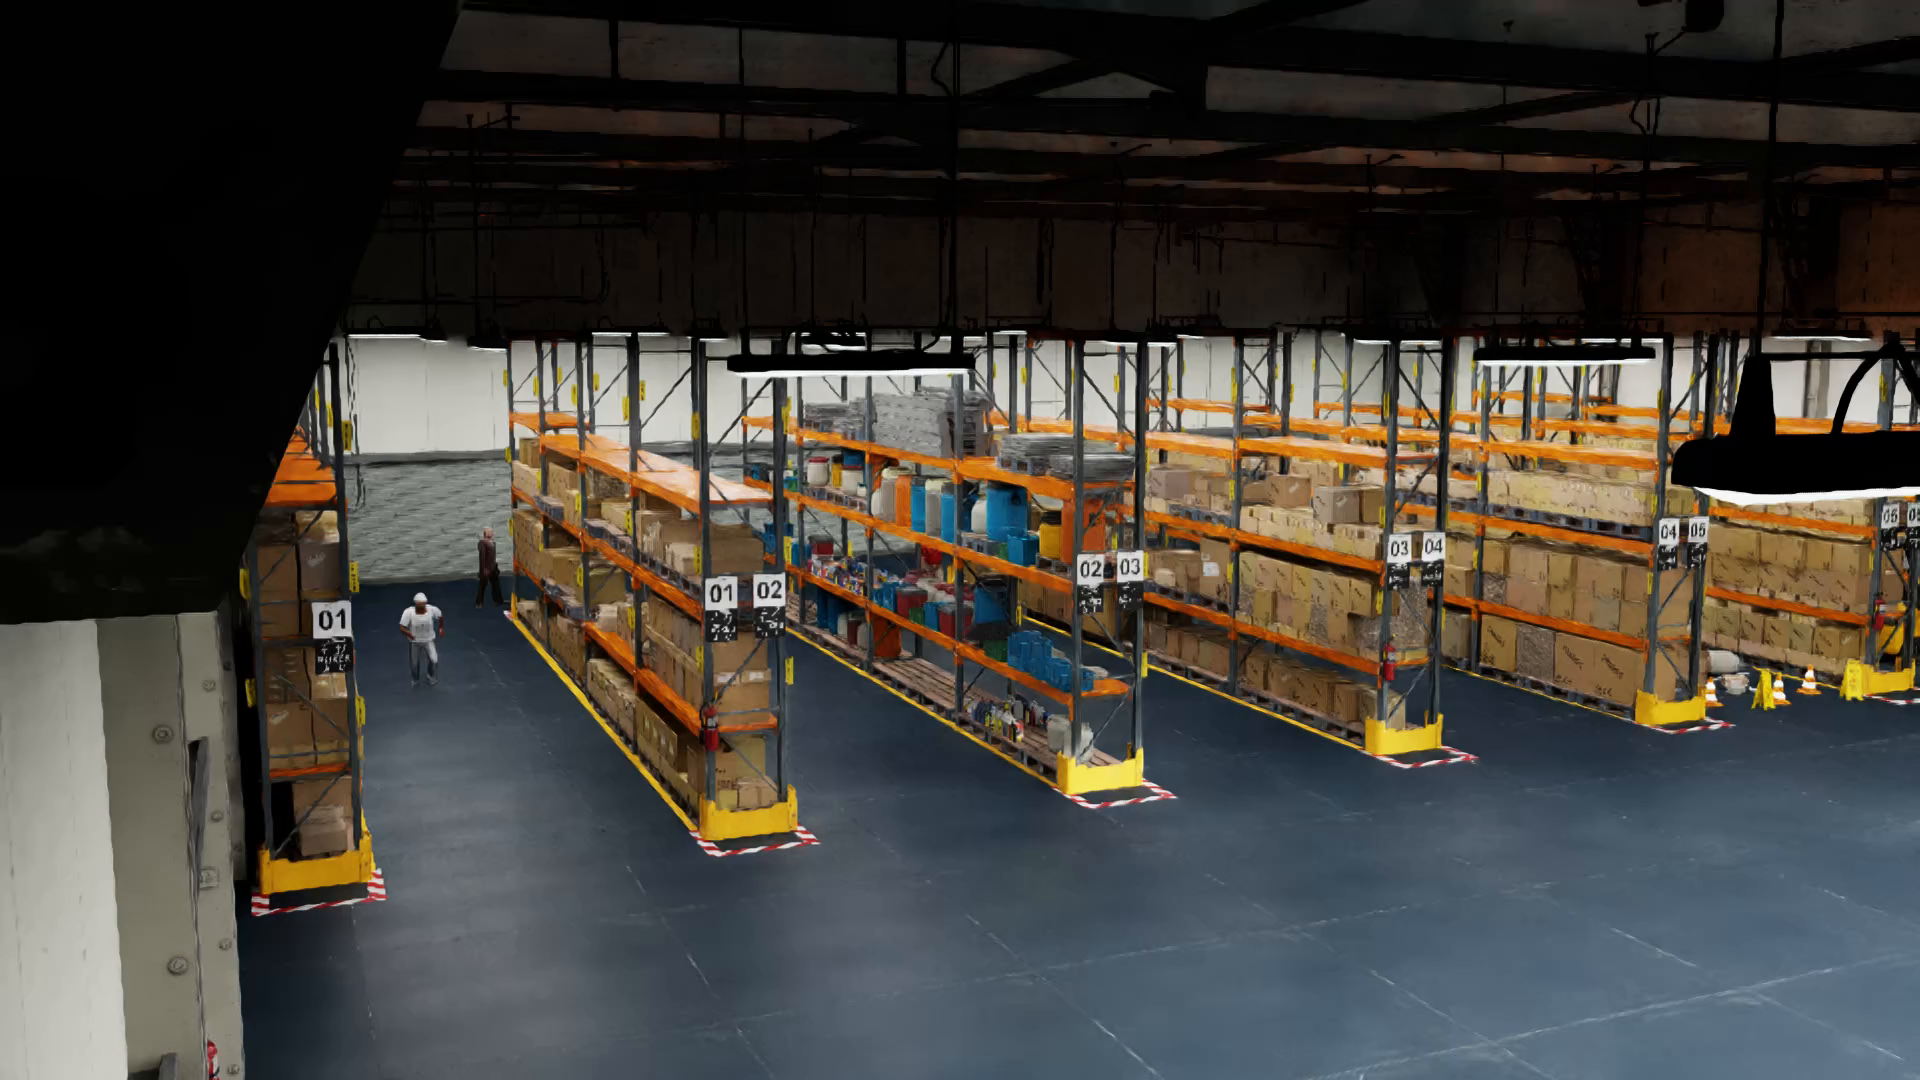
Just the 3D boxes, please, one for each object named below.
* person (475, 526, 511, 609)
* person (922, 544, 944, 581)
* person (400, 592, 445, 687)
[{"bbox_3d":[-10.123,0.623,35.780,0.577,1.675,0.776,2,8,14],"label":"person"},{"bbox_3d":[-0.599,0.598,36.068,0.542,1.645,1.126,-3,8,-21],"label":"person"},{"bbox_3d":[-9.062,1.696,28.055,0.716,1.689,0.802,-3,8,-18],"label":"person"}]
